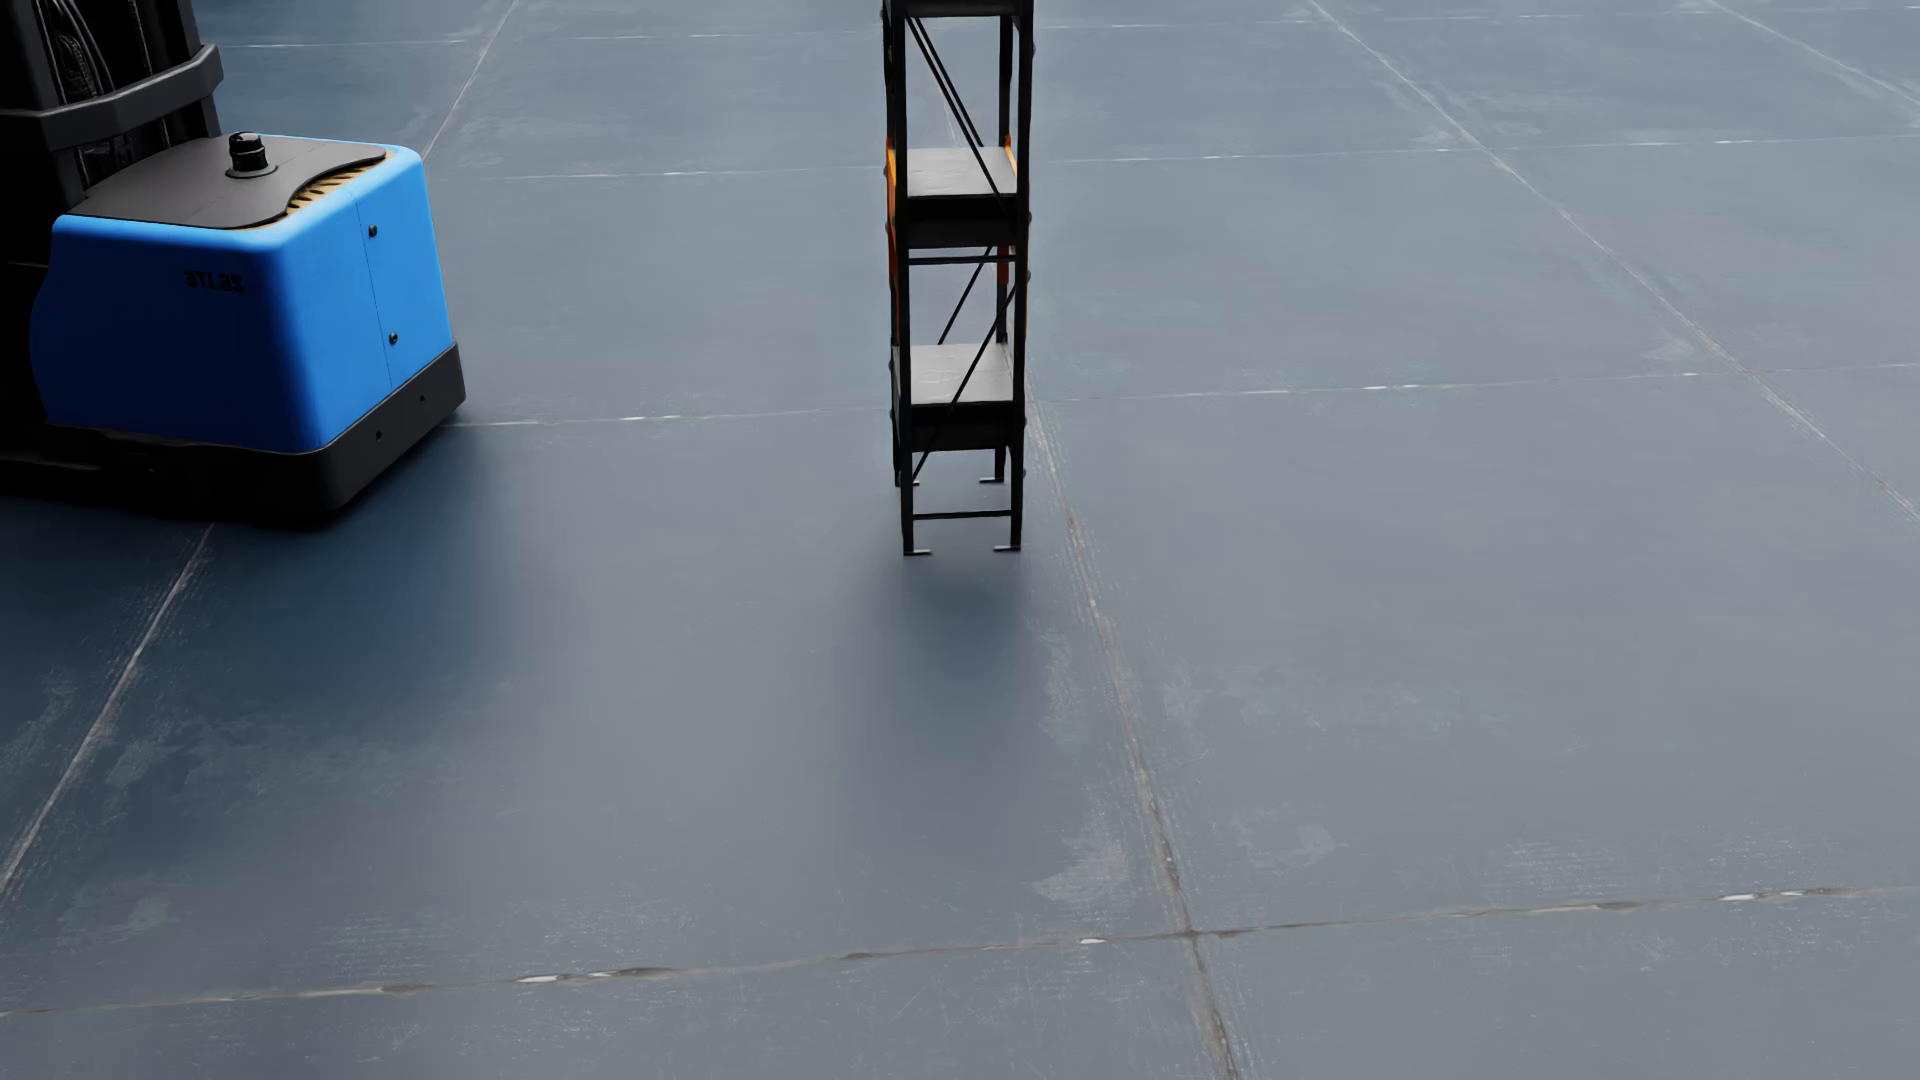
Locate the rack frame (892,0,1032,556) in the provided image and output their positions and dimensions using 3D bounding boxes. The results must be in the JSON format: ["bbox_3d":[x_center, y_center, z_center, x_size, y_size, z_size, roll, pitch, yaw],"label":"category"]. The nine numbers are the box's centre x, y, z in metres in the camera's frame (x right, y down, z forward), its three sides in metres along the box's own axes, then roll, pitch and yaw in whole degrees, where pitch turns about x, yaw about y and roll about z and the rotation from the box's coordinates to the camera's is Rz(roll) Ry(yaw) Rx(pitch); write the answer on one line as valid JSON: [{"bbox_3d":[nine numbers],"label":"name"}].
[{"bbox_3d":[0.007,-0.861,5.144,0.400,2.100,0.015,-3,31,-5],"label":"rack frame"}]

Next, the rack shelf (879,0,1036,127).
[{"bbox_3d":[-0.015,-1.575,5.001,0.431,0.518,0.480,-3,31,-5],"label":"rack shelf"}]

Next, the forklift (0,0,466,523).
[{"bbox_3d":[-3.517,-1.720,5.771,3.031,2.935,1.130,7,32,12],"label":"forklift"}]

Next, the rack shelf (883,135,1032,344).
[{"bbox_3d":[-0.015,-0.974,5.360,0.431,0.518,0.480,-3,31,-5],"label":"rack shelf"}]

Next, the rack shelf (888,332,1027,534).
[{"bbox_3d":[-0.015,-0.373,5.719,0.431,0.518,0.480,-3,31,-5],"label":"rack shelf"}]

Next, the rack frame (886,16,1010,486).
[{"bbox_3d":[-0.038,-1.111,5.562,0.400,2.100,0.015,-3,31,-5],"label":"rack frame"}]

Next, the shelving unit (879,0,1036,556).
[{"bbox_3d":[-0.015,-0.986,5.353,0.431,2.100,0.503,-3,31,-5],"label":"shelving unit"}]
